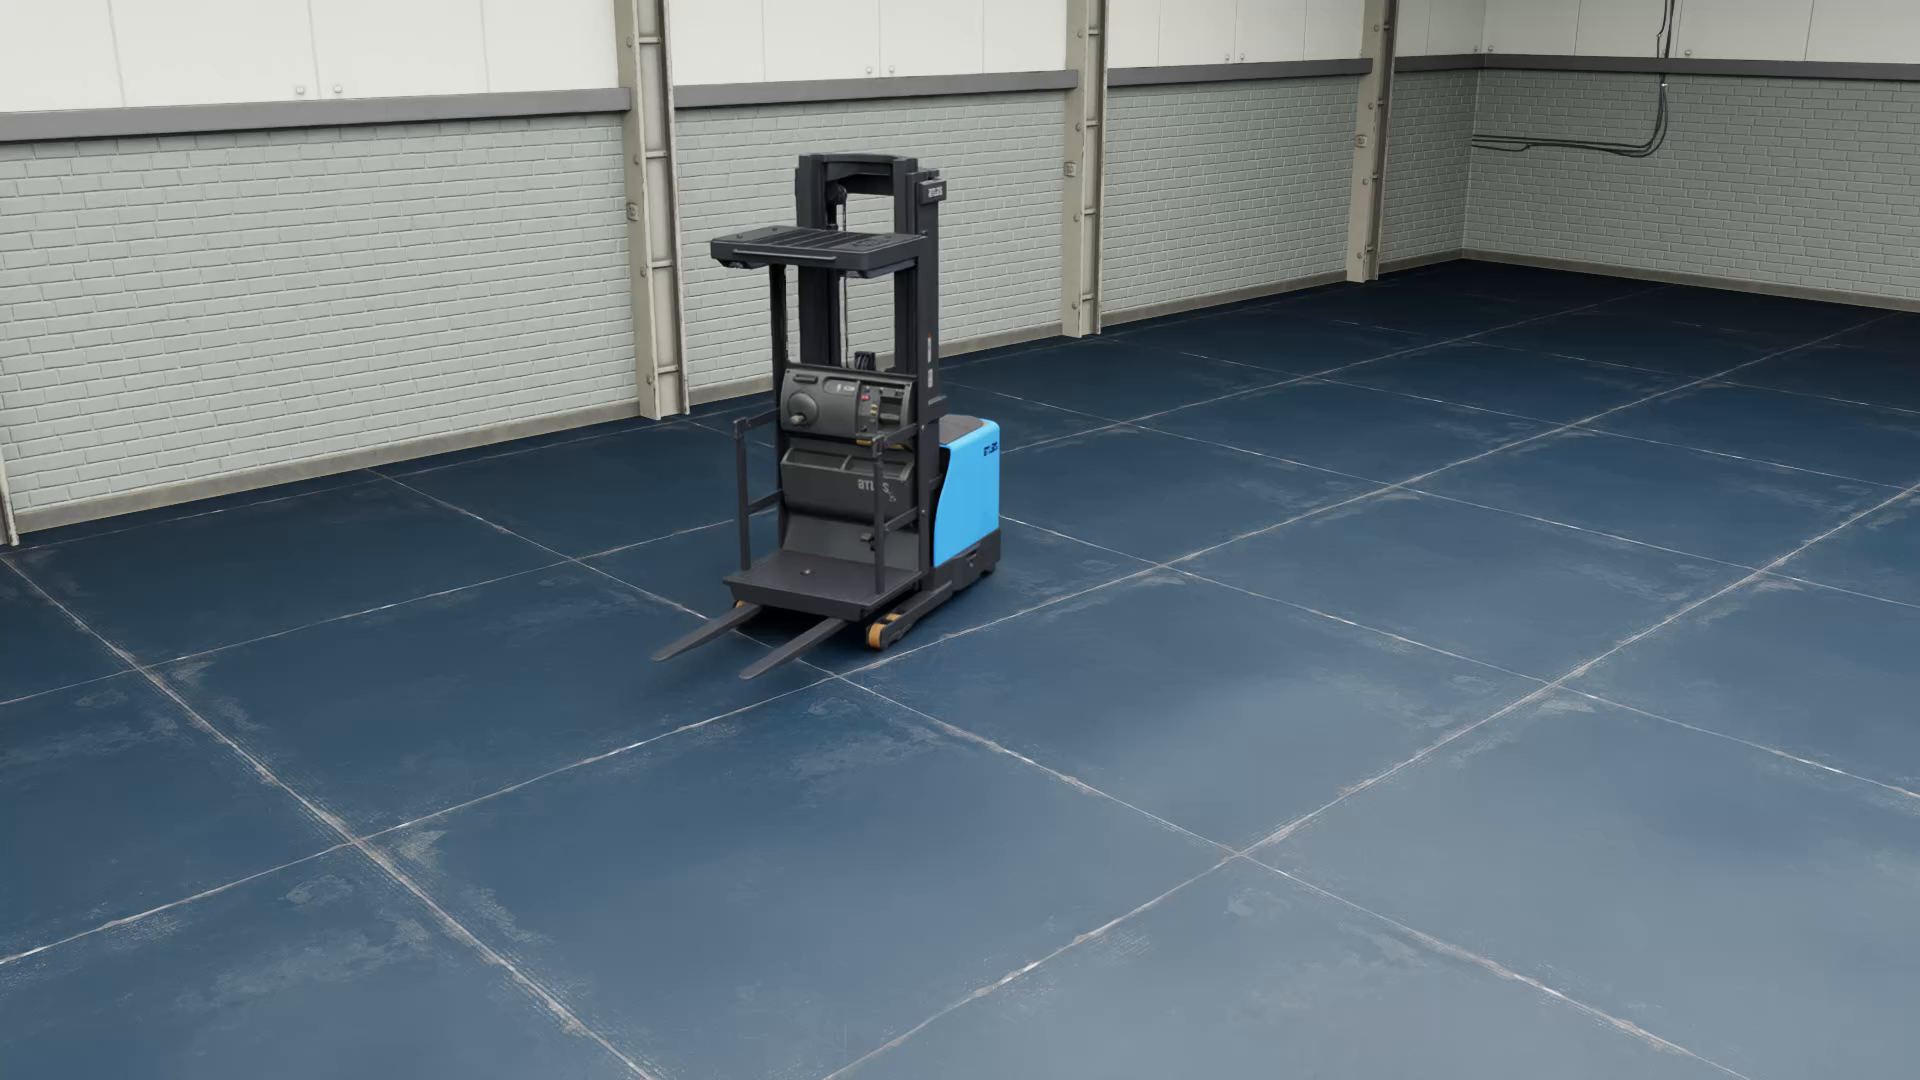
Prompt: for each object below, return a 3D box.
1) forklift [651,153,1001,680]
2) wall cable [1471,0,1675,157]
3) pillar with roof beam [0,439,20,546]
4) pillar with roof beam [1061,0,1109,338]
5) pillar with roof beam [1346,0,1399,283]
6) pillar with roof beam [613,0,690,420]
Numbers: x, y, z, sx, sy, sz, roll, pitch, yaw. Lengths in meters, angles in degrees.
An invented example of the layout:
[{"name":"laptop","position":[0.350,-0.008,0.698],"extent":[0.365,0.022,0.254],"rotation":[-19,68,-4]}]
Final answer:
[{"name":"forklift","position":[-0.820,-0.864,10.396],"extent":[1.130,2.935,3.031],"rotation":[9,20,25]},{"name":"wall cable","position":[8.873,-6.908,24.234],"extent":[0.112,2.526,3.097],"rotation":[-16,24,-41]},{"name":"pillar with roof beam","position":[-4.298,-3.278,8.004],"extent":[0.400,9.000,9.100],"rotation":[-16,24,-41]},{"name":"pillar with roof beam","position":[4.422,-5.821,15.847],"extent":[0.400,9.000,9.100],"rotation":[-16,24,-41]},{"name":"pillar with roof beam","position":[8.781,-7.092,19.768],"extent":[0.400,9.000,9.100],"rotation":[-16,24,-41]},{"name":"pillar with roof beam","position":[0.062,-4.549,11.925],"extent":[0.400,9.000,9.100],"rotation":[-16,24,-41]}]
